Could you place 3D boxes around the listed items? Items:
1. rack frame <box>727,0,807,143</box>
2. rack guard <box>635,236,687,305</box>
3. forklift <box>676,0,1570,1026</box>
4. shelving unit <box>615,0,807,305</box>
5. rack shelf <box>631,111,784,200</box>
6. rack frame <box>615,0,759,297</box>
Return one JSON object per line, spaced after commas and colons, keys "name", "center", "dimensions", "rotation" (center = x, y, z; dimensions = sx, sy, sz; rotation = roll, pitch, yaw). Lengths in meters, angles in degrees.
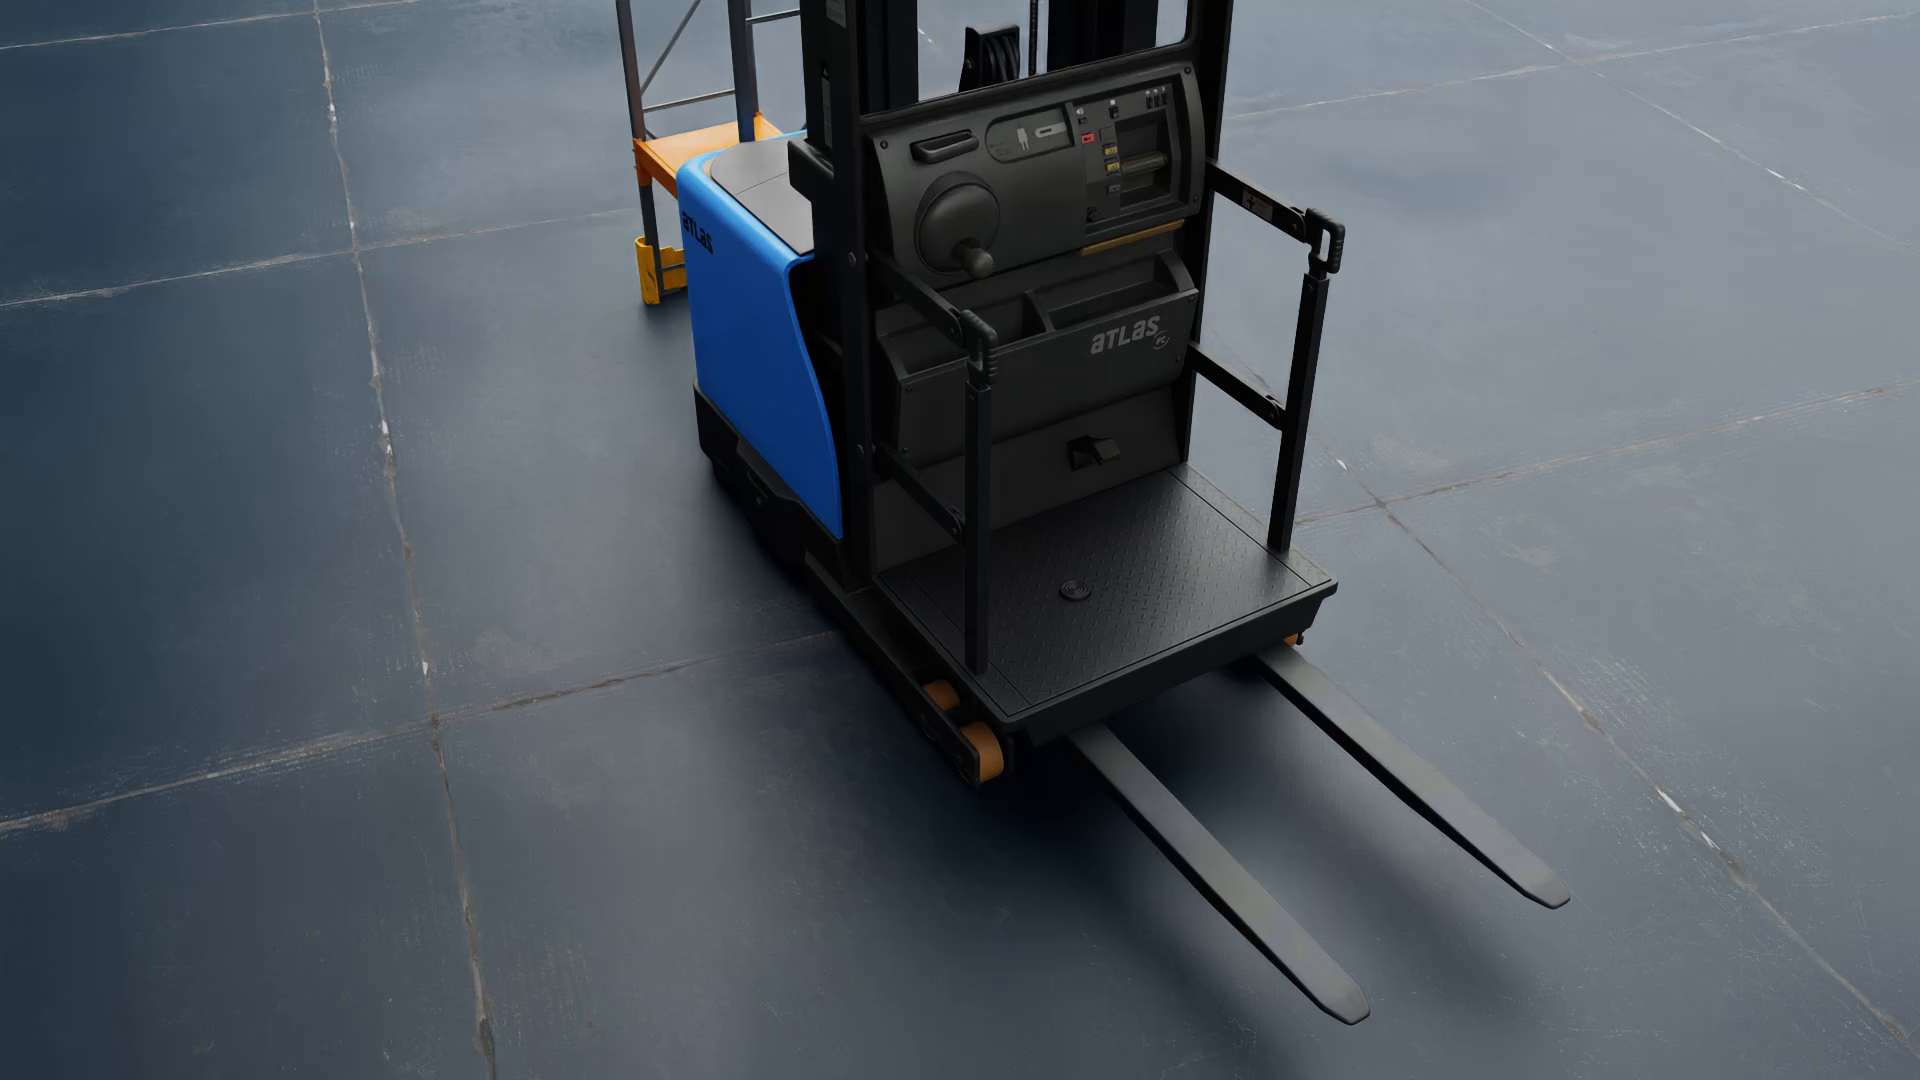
{"name": "rack frame", "center": [-0.470, -1.101, 5.465], "dimensions": [0.500, 1.500, 0.032], "rotation": [-19, 41, -24]}
{"name": "rack guard", "center": [-0.975, -1.119, 6.528], "dimensions": [0.587, 0.250, 0.087], "rotation": [-19, 41, -24]}
{"name": "forklift", "center": [0.325, -0.849, 3.941], "dimensions": [1.130, 2.935, 3.031], "rotation": [-20, 41, -25]}
{"name": "shelving unit", "center": [-0.723, -1.360, 5.809], "dimensions": [0.587, 1.500, 1.083], "rotation": [-19, 41, -24]}
{"name": "rack shelf", "center": [-0.727, -1.221, 5.924], "dimensions": [0.538, 0.185, 1.000], "rotation": [-19, 41, -24]}
{"name": "rack frame", "center": [-0.985, -1.628, 6.165], "dimensions": [0.500, 1.500, 0.032], "rotation": [-19, 41, -24]}
